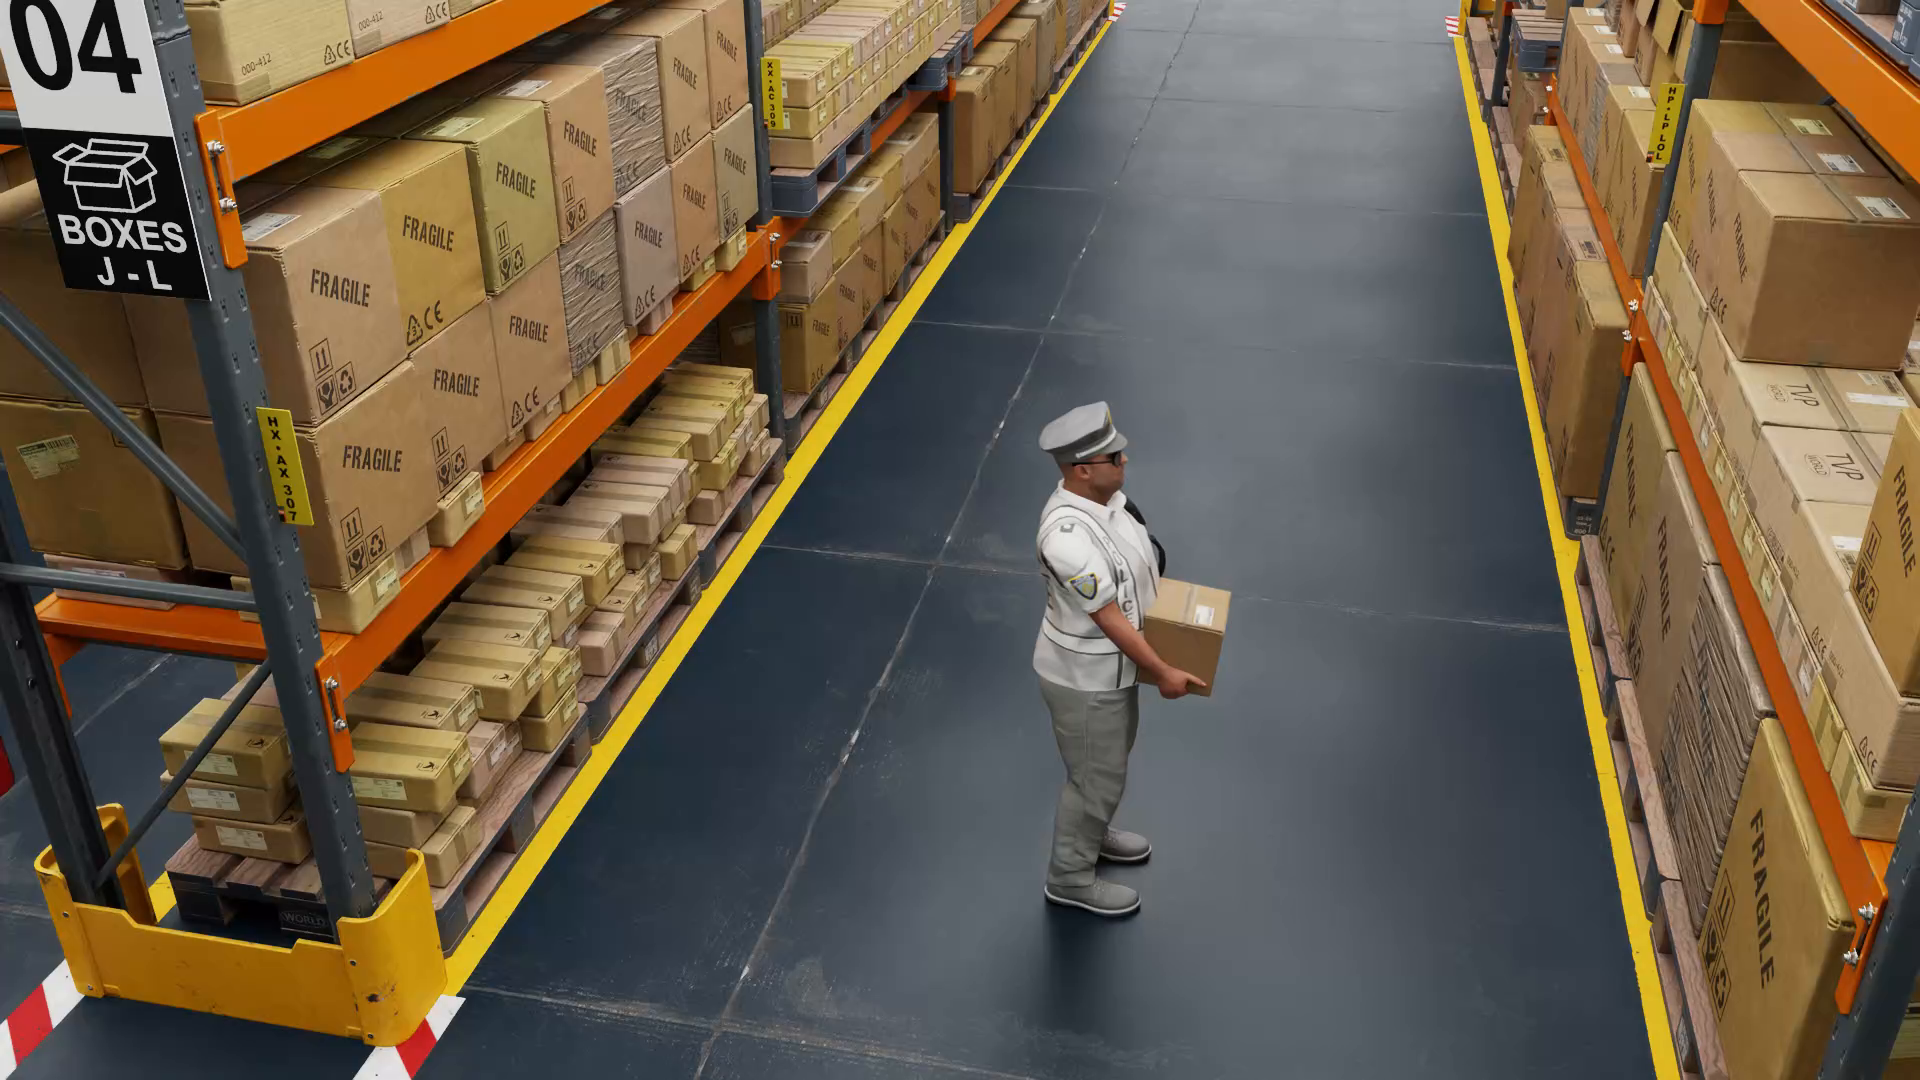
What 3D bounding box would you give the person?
[{"bbox_3d":[0.520,0.391,5.382,0.573,1.767,0.494,6,29,11],"label":"person"}]
